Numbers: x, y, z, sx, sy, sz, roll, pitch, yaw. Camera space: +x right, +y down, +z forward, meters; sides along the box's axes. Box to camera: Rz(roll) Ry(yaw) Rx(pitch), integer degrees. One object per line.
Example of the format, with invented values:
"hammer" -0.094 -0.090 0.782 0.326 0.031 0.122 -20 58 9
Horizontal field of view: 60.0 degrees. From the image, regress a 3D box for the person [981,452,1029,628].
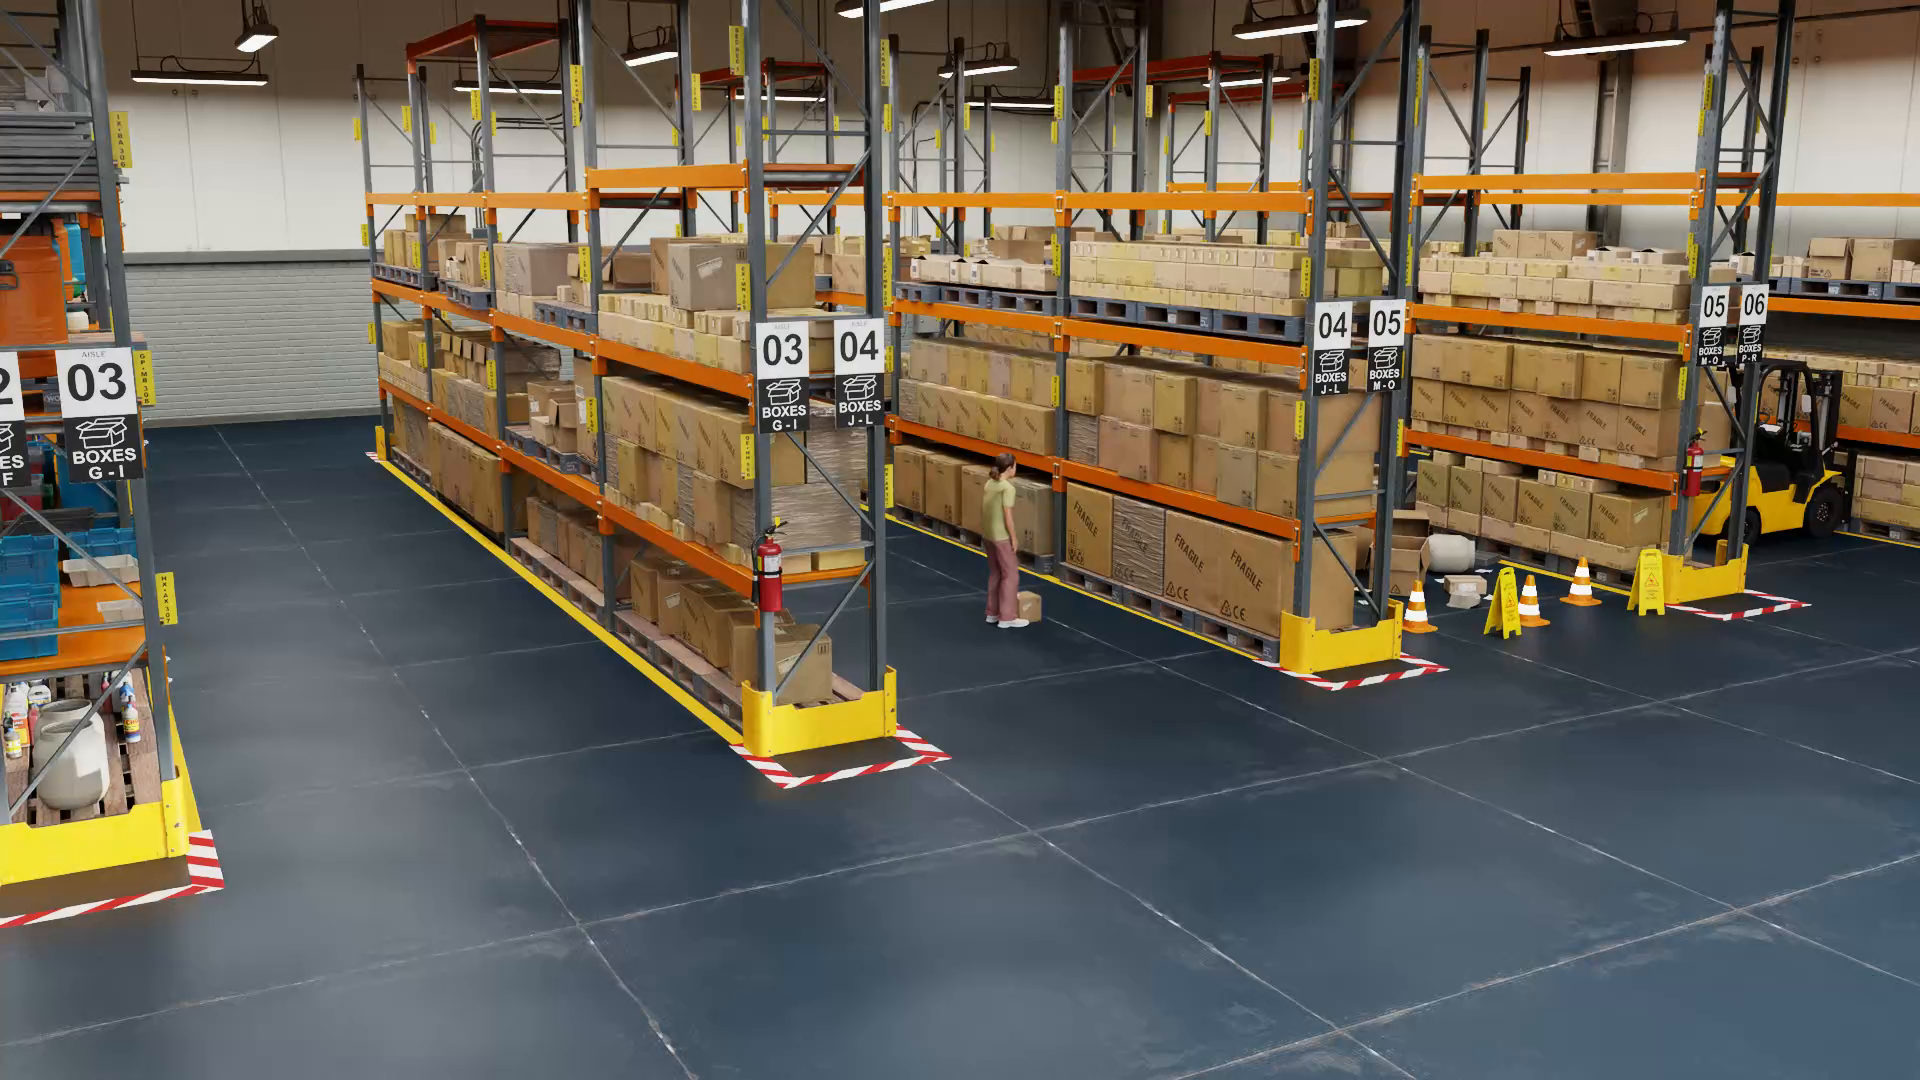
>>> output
"person" 0.409 -0.003 16.010 0.367 1.658 0.507 -7 14 -31
